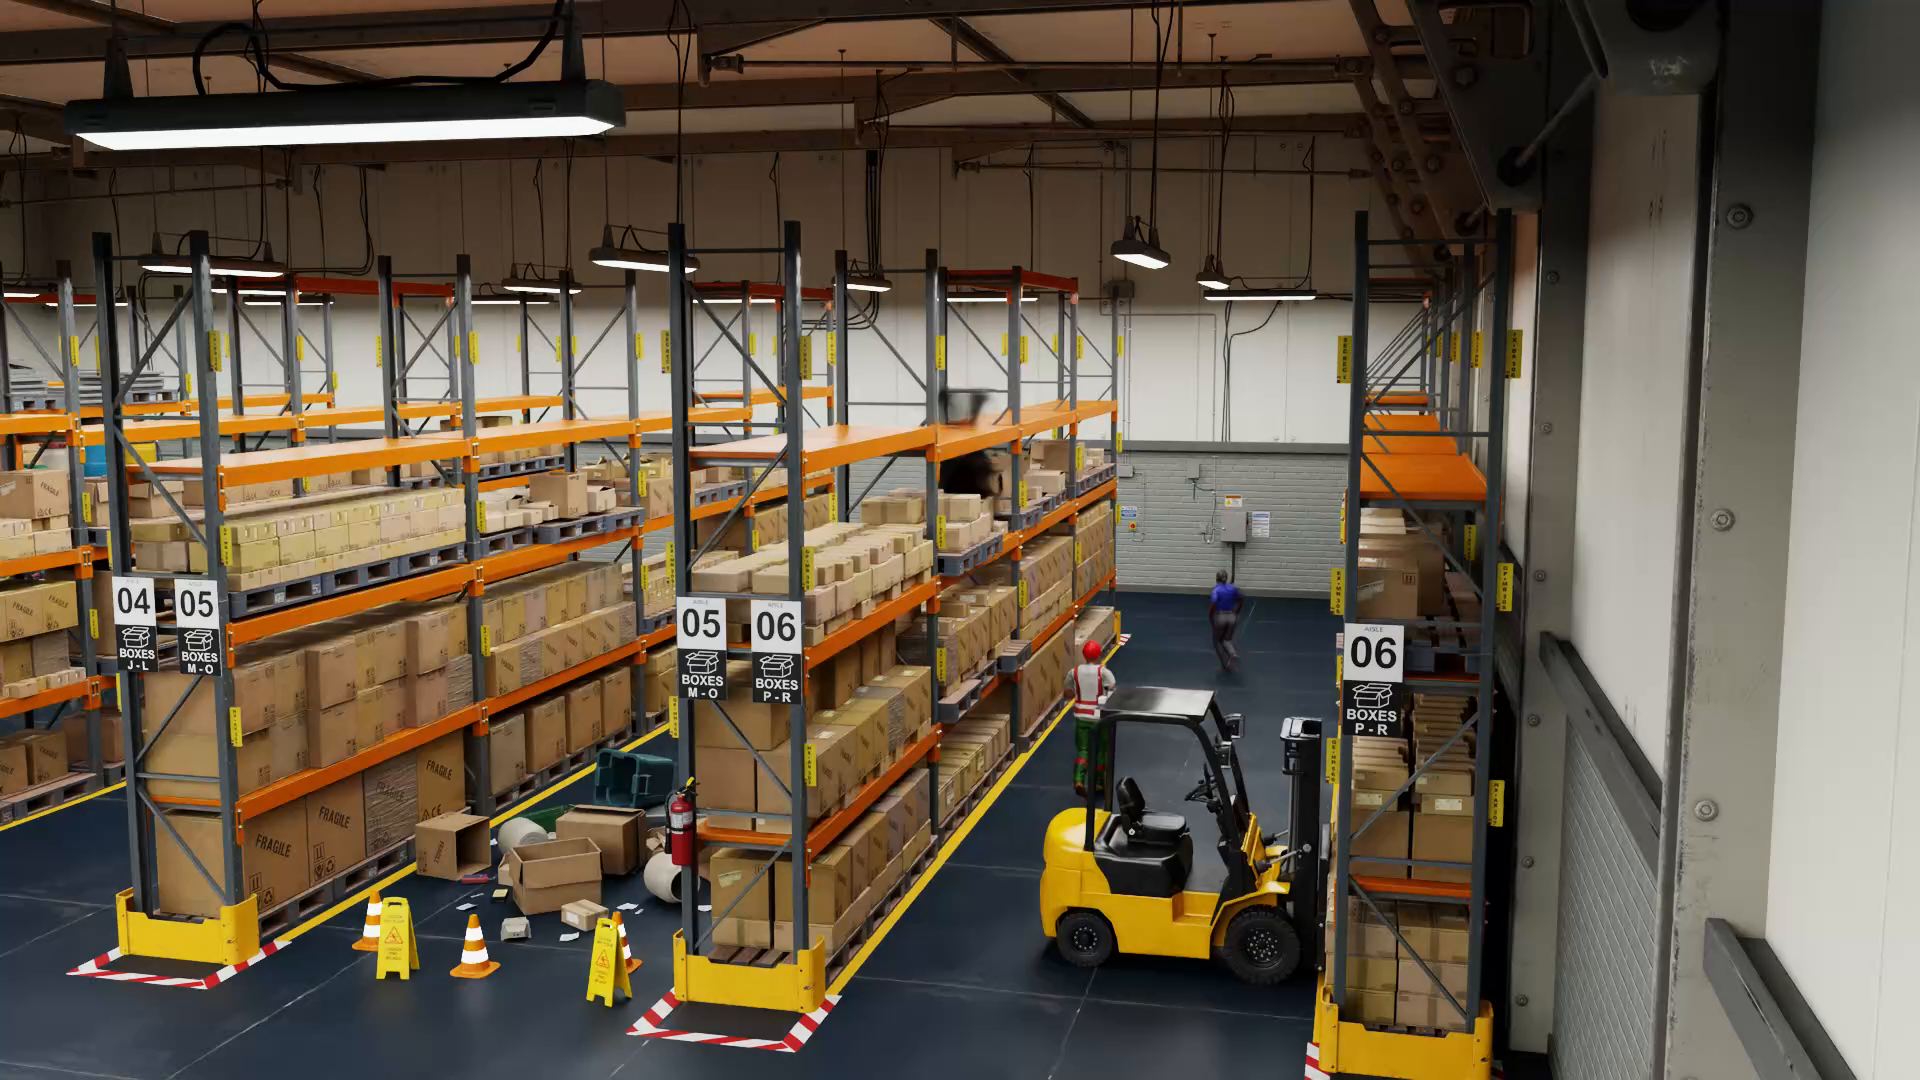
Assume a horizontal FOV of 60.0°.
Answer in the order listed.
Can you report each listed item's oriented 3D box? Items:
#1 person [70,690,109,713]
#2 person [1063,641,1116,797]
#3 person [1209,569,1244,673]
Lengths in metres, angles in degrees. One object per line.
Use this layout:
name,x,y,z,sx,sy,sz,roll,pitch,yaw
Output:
person,-11.369,1.751,21.620,0.594,1.584,0.790,0,7,-3
person,1.470,2.008,18.556,0.660,1.796,0.994,2,7,16
person,4.111,1.271,25.547,0.620,1.620,0.545,-2,7,-19
